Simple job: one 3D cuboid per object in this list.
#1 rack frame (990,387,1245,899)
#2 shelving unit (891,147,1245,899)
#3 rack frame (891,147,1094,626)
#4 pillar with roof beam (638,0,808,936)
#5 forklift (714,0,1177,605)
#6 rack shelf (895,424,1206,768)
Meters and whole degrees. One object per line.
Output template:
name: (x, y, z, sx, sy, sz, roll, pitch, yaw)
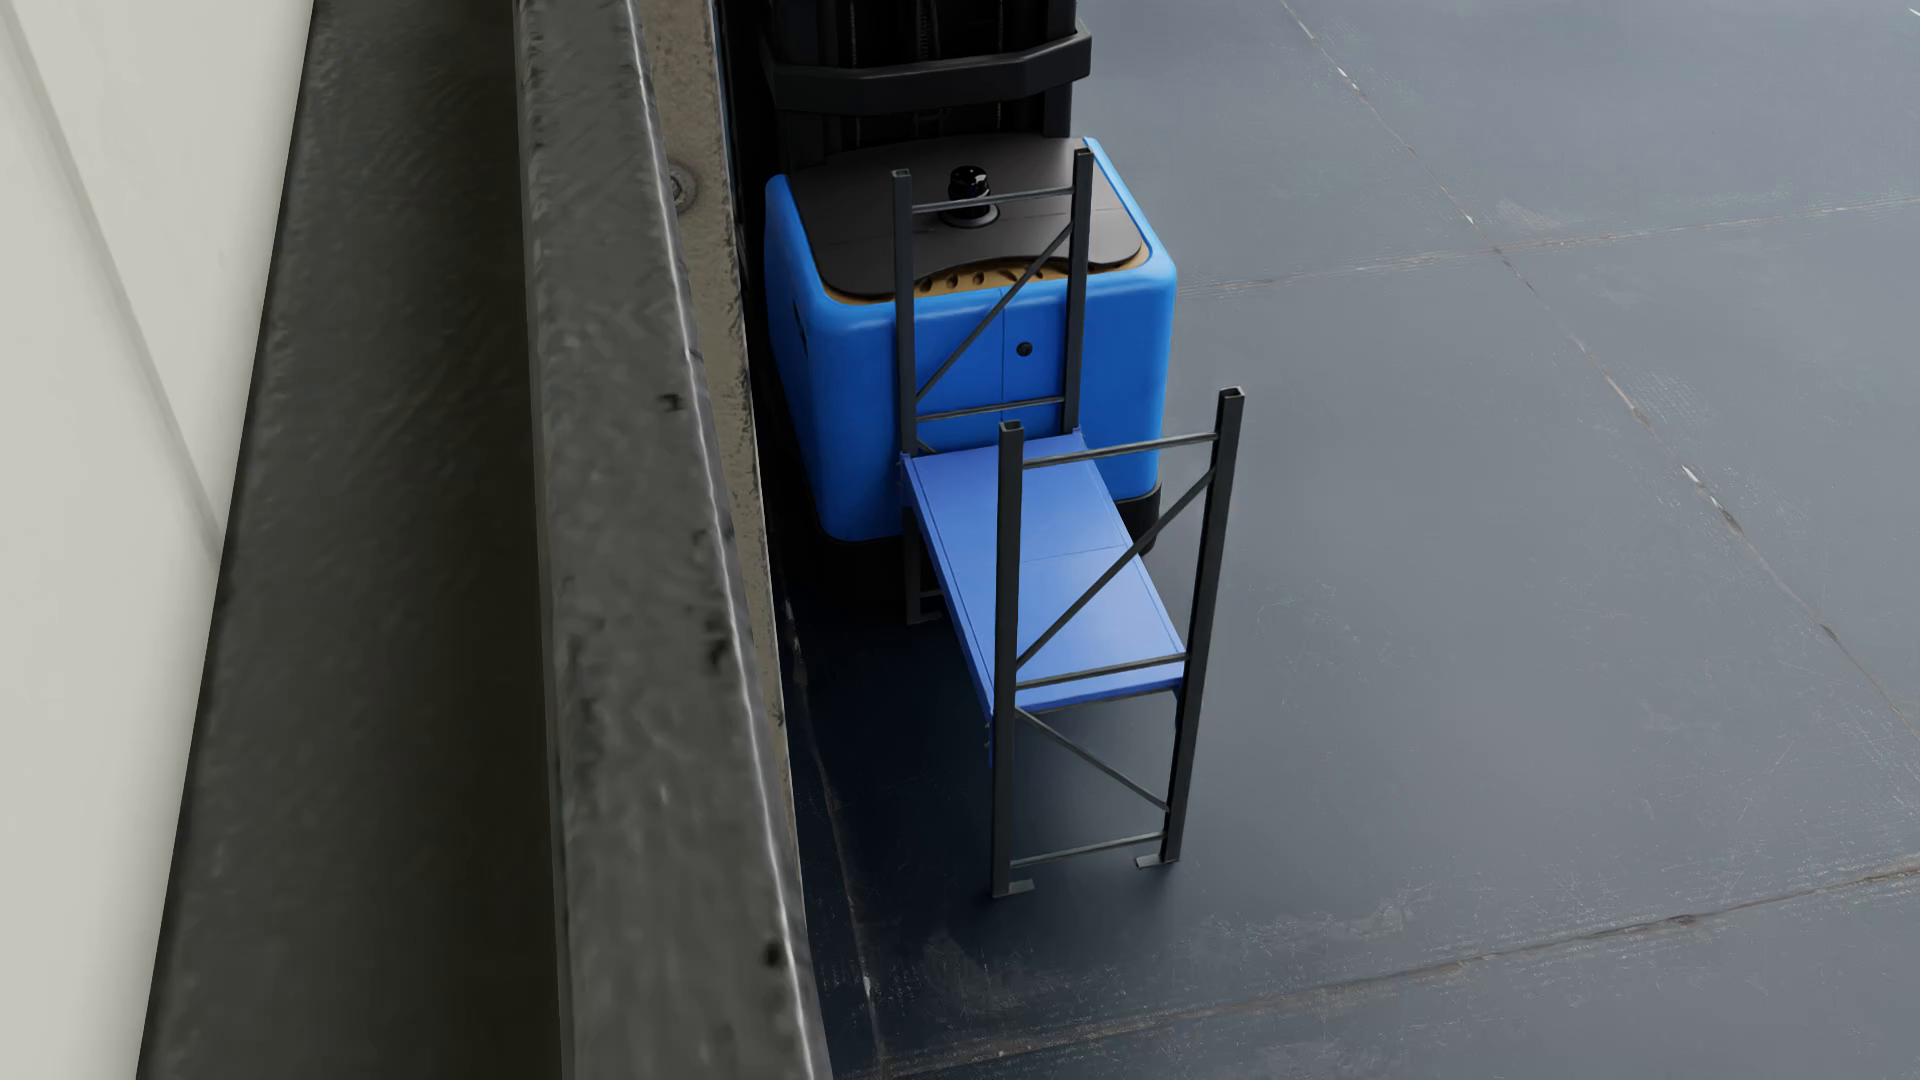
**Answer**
rack frame: (0.323, 0.301, 3.781, 0.500, 1.500, 0.032, -9, 42, -10)
shelving unit: (0.202, -0.026, 4.150, 0.538, 1.500, 1.048, -9, 42, -10)
rack frame: (0.081, -0.354, 4.519, 0.500, 1.500, 0.032, -9, 42, -10)
pillar with roof beam: (3.726, -2.694, 1.507, 9.100, 9.000, 0.400, -8, 42, -9)
forklift: (-0.241, -1.893, 5.175, 1.130, 2.935, 3.031, -9, 42, -10)
rack shelf: (0.202, 0.108, 4.269, 0.538, 0.185, 1.000, -9, 42, -10)
